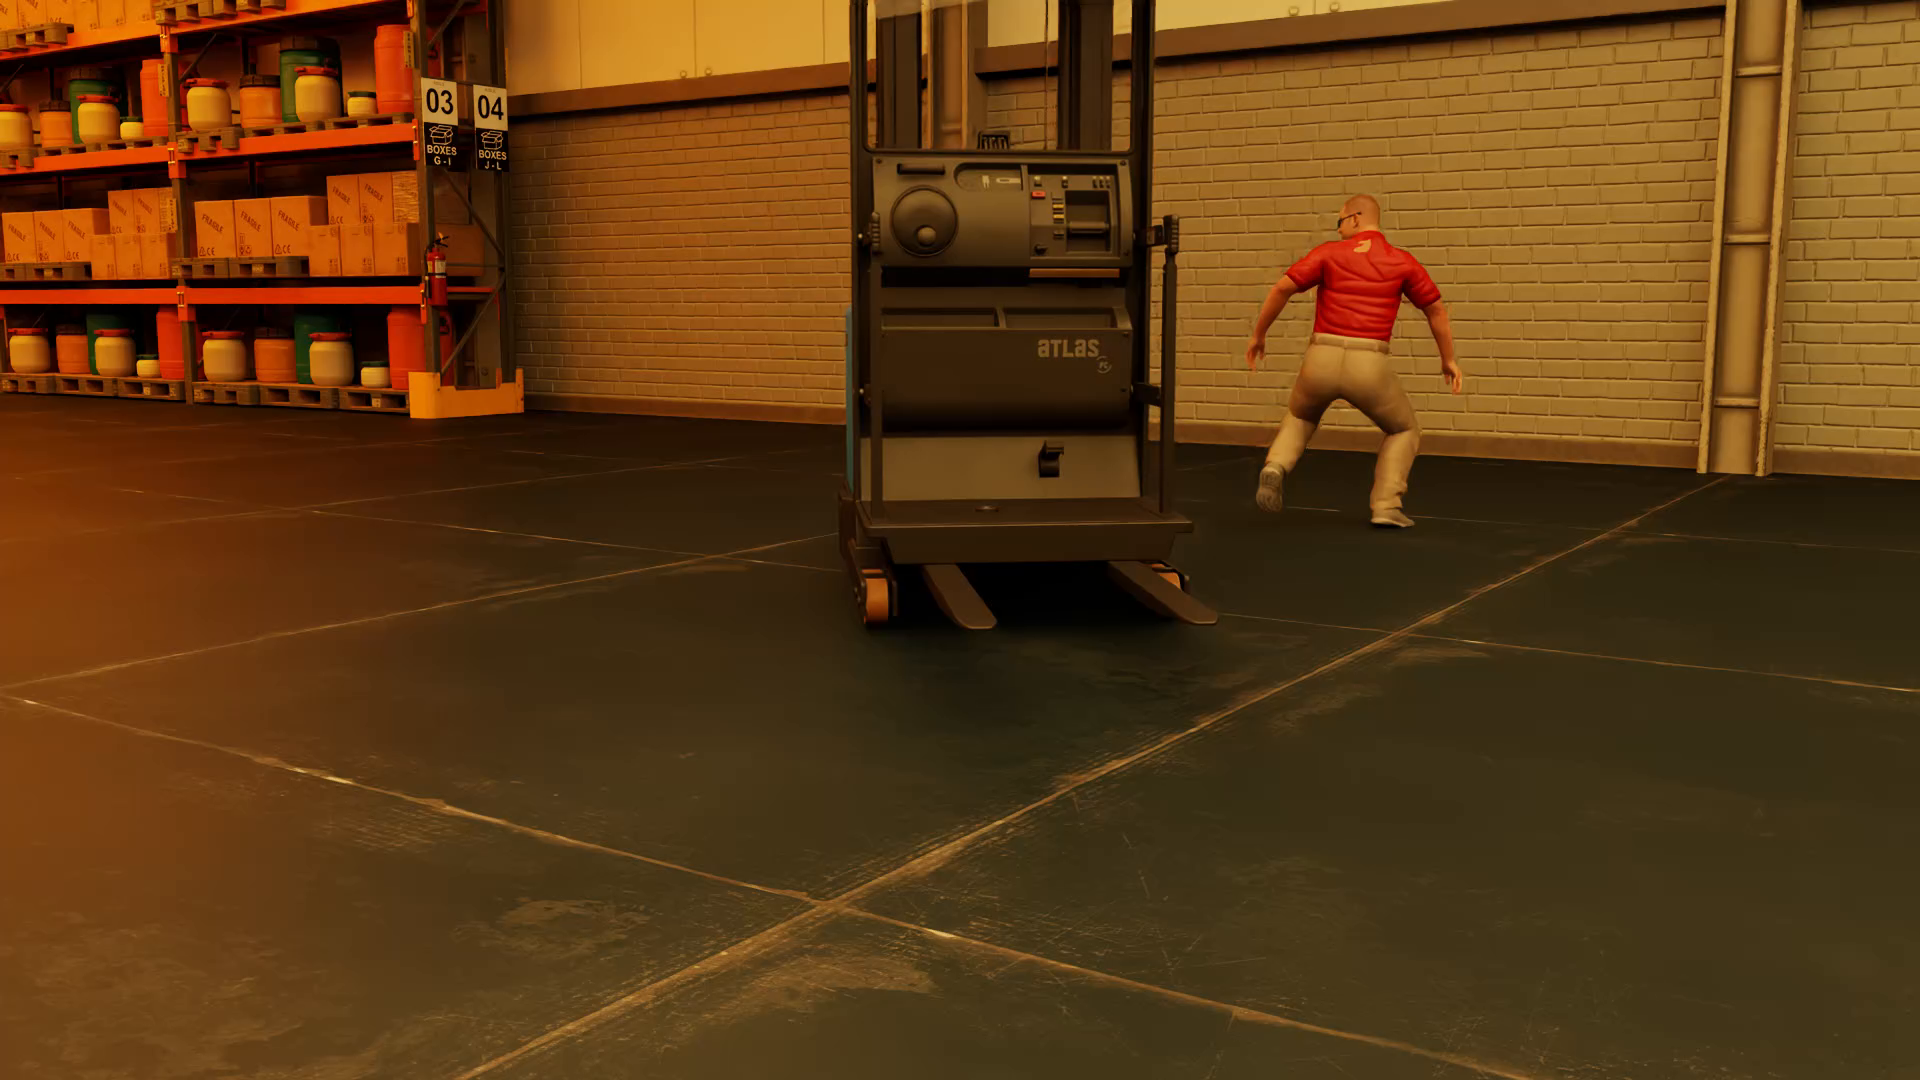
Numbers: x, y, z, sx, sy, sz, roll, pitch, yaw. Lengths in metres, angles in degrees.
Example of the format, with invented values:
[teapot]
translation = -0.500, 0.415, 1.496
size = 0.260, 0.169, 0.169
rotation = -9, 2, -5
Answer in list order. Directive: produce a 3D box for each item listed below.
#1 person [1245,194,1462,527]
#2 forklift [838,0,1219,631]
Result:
[person]
translation = 1.903, -0.848, 8.044
size = 0.997, 1.620, 0.516
rotation = 3, 9, 21
[forklift]
translation = 0.180, -1.214, 5.732
size = 1.130, 2.935, 3.031
rotation = -1, 8, -7
